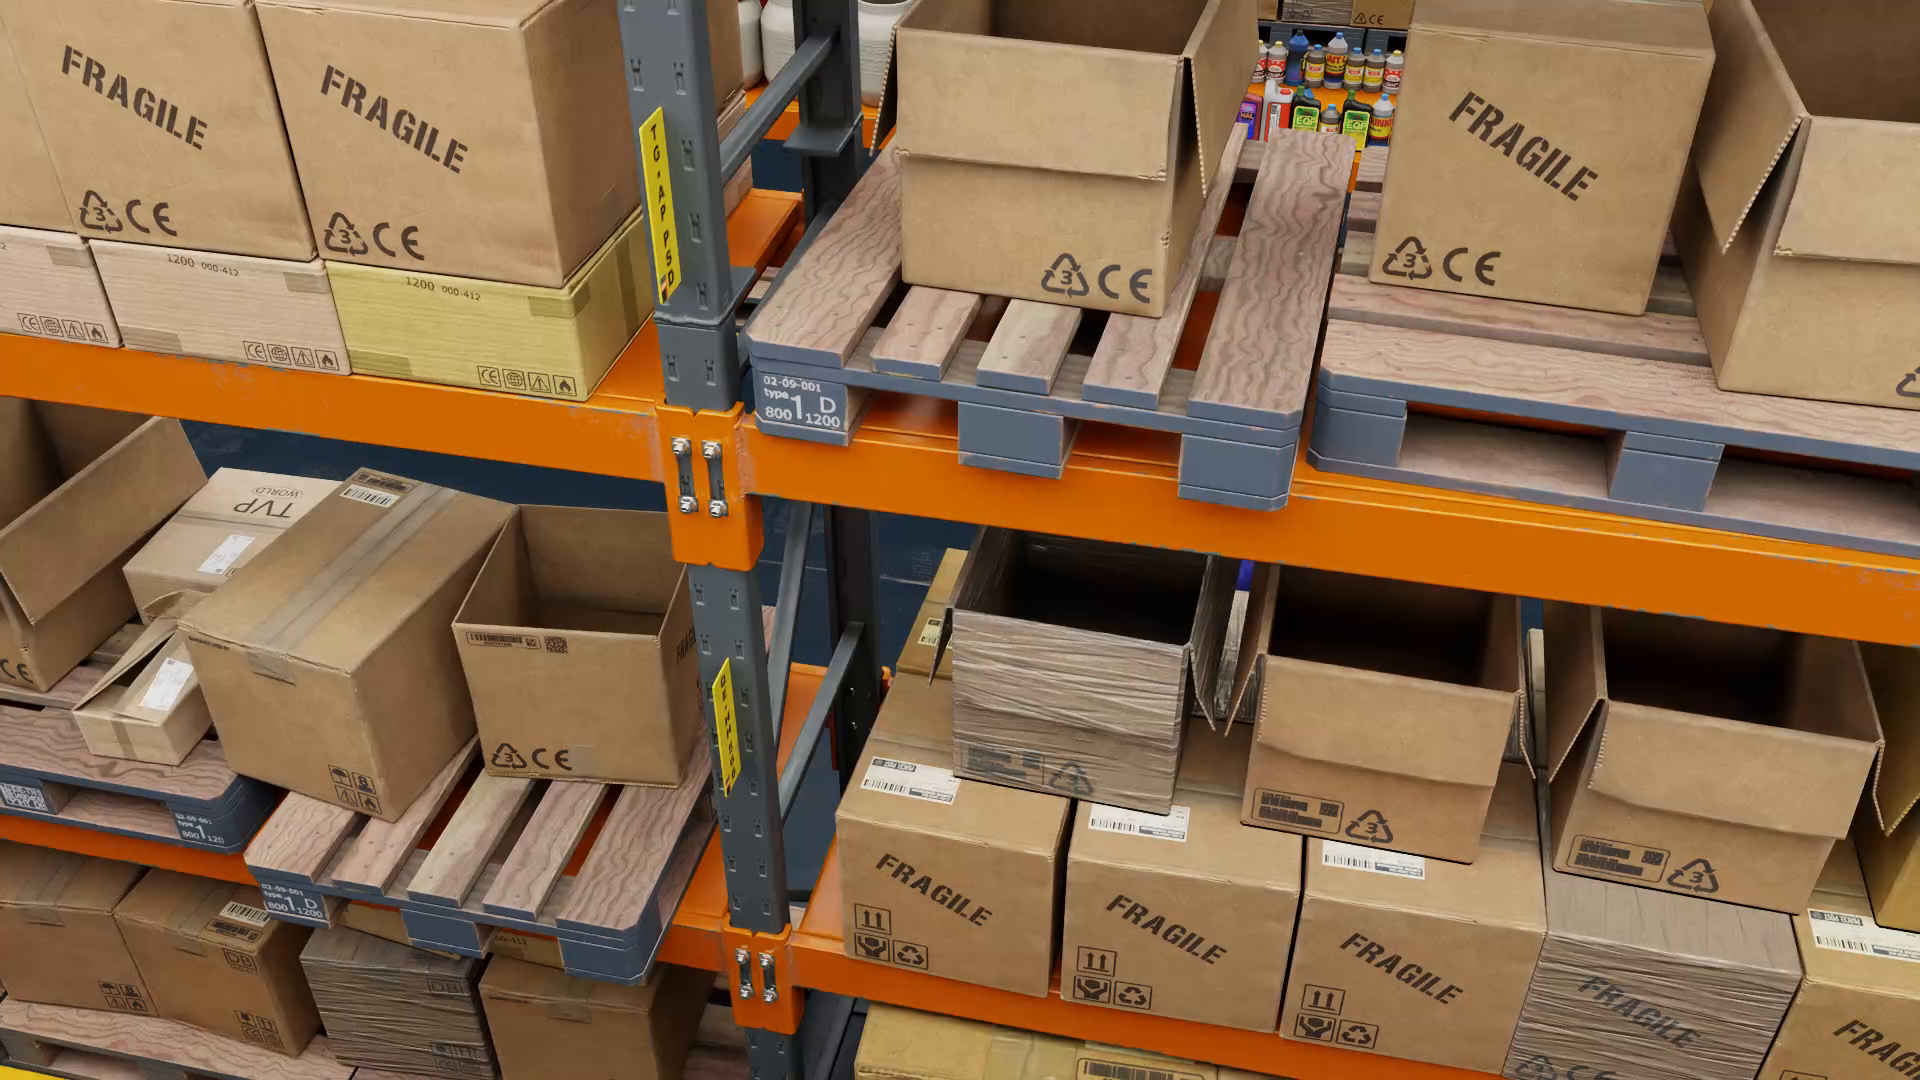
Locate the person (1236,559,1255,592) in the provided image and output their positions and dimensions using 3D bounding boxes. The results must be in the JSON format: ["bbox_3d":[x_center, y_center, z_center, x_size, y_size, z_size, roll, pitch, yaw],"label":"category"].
[{"bbox_3d":[1.045,0.394,5.926,0.667,1.308,0.497,9,38,12],"label":"person"}]
